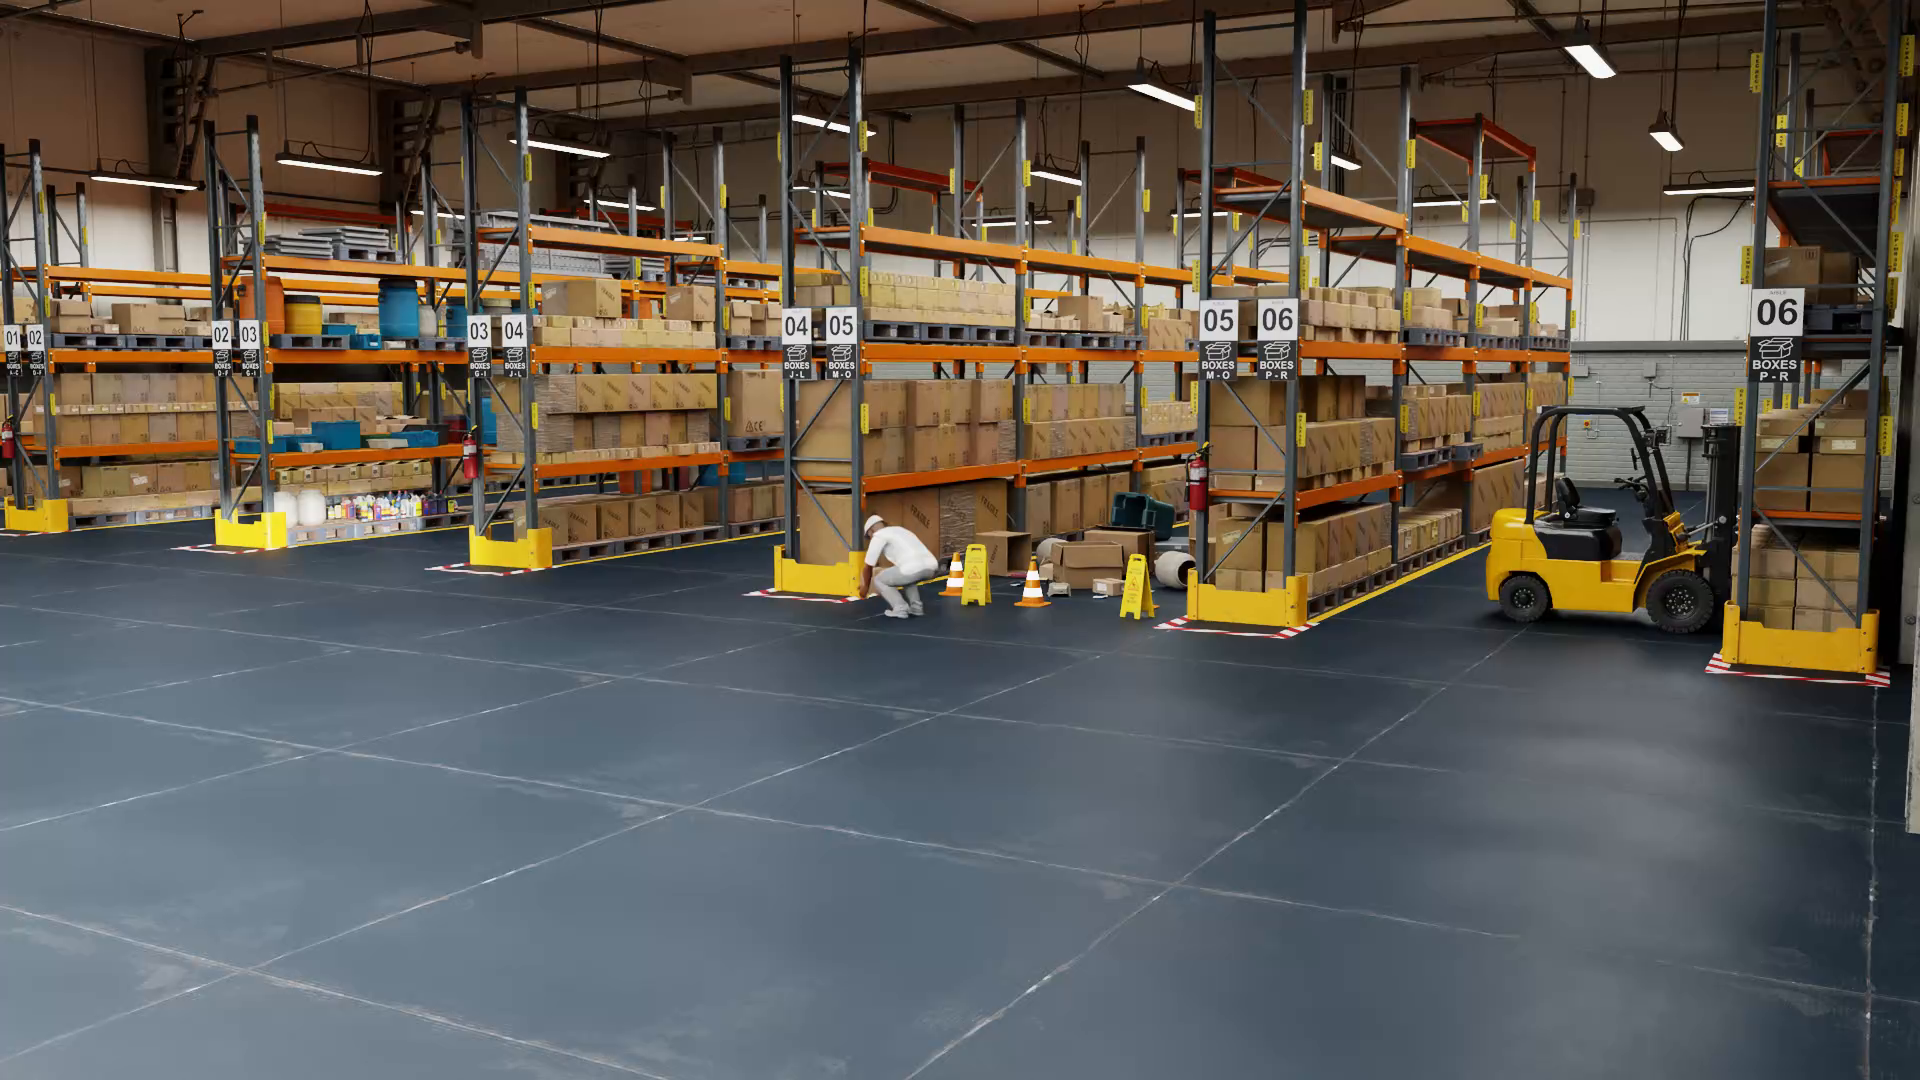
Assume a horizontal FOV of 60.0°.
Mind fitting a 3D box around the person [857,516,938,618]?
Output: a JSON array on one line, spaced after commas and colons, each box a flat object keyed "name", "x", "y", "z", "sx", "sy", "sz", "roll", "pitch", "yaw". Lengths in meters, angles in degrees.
[{"name": "person", "x": -0.669, "y": 0.270, "z": 17.097, "sx": 0.578, "sy": 1.015, "sz": 0.926, "roll": -5, "pitch": 8, "yaw": -43}]
